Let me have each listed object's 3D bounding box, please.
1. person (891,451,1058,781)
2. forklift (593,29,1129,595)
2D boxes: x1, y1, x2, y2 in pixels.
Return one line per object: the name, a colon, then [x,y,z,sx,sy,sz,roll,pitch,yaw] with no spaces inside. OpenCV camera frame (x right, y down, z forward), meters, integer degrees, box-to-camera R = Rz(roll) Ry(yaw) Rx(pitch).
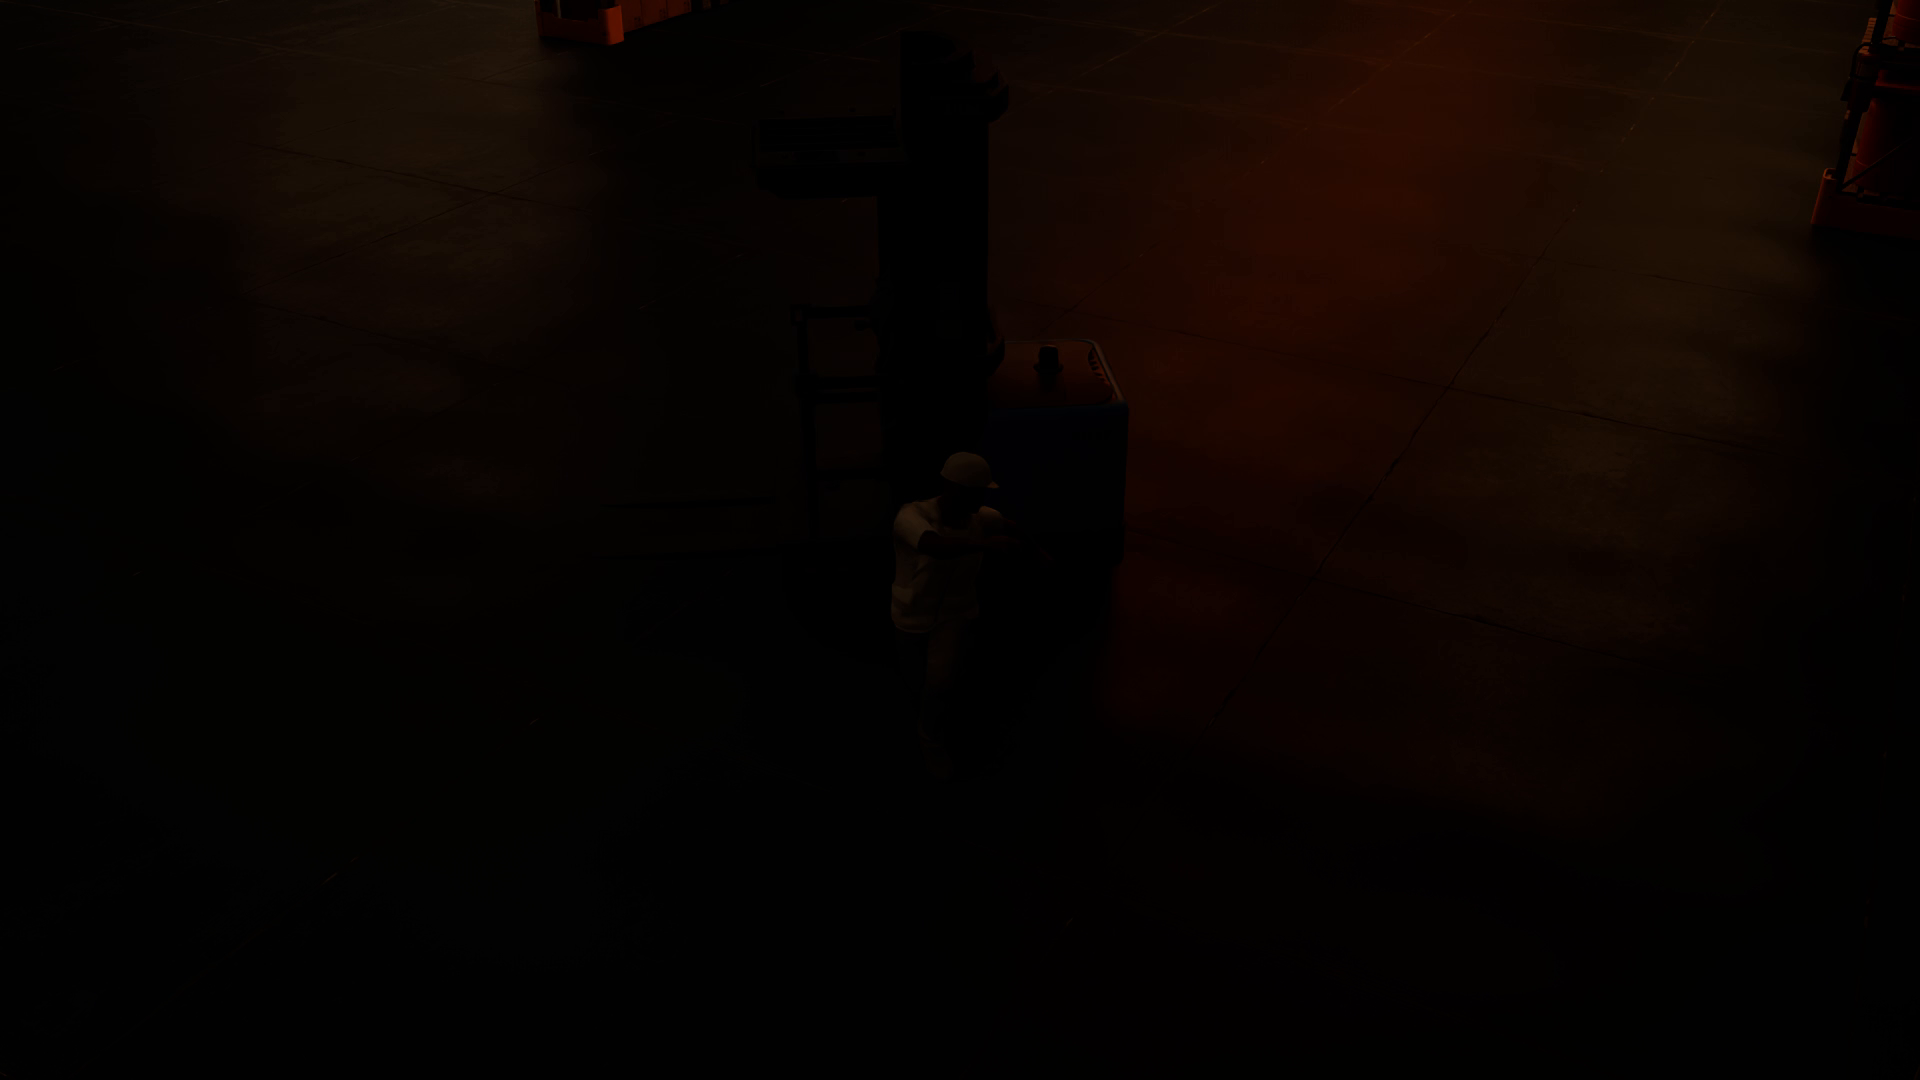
person: [0.083,0.286,8.052,0.839,1.502,0.973,-1,30,-1]
forklift: [-0.606,-1.234,9.208,3.031,2.935,1.130,-3,30,-6]
